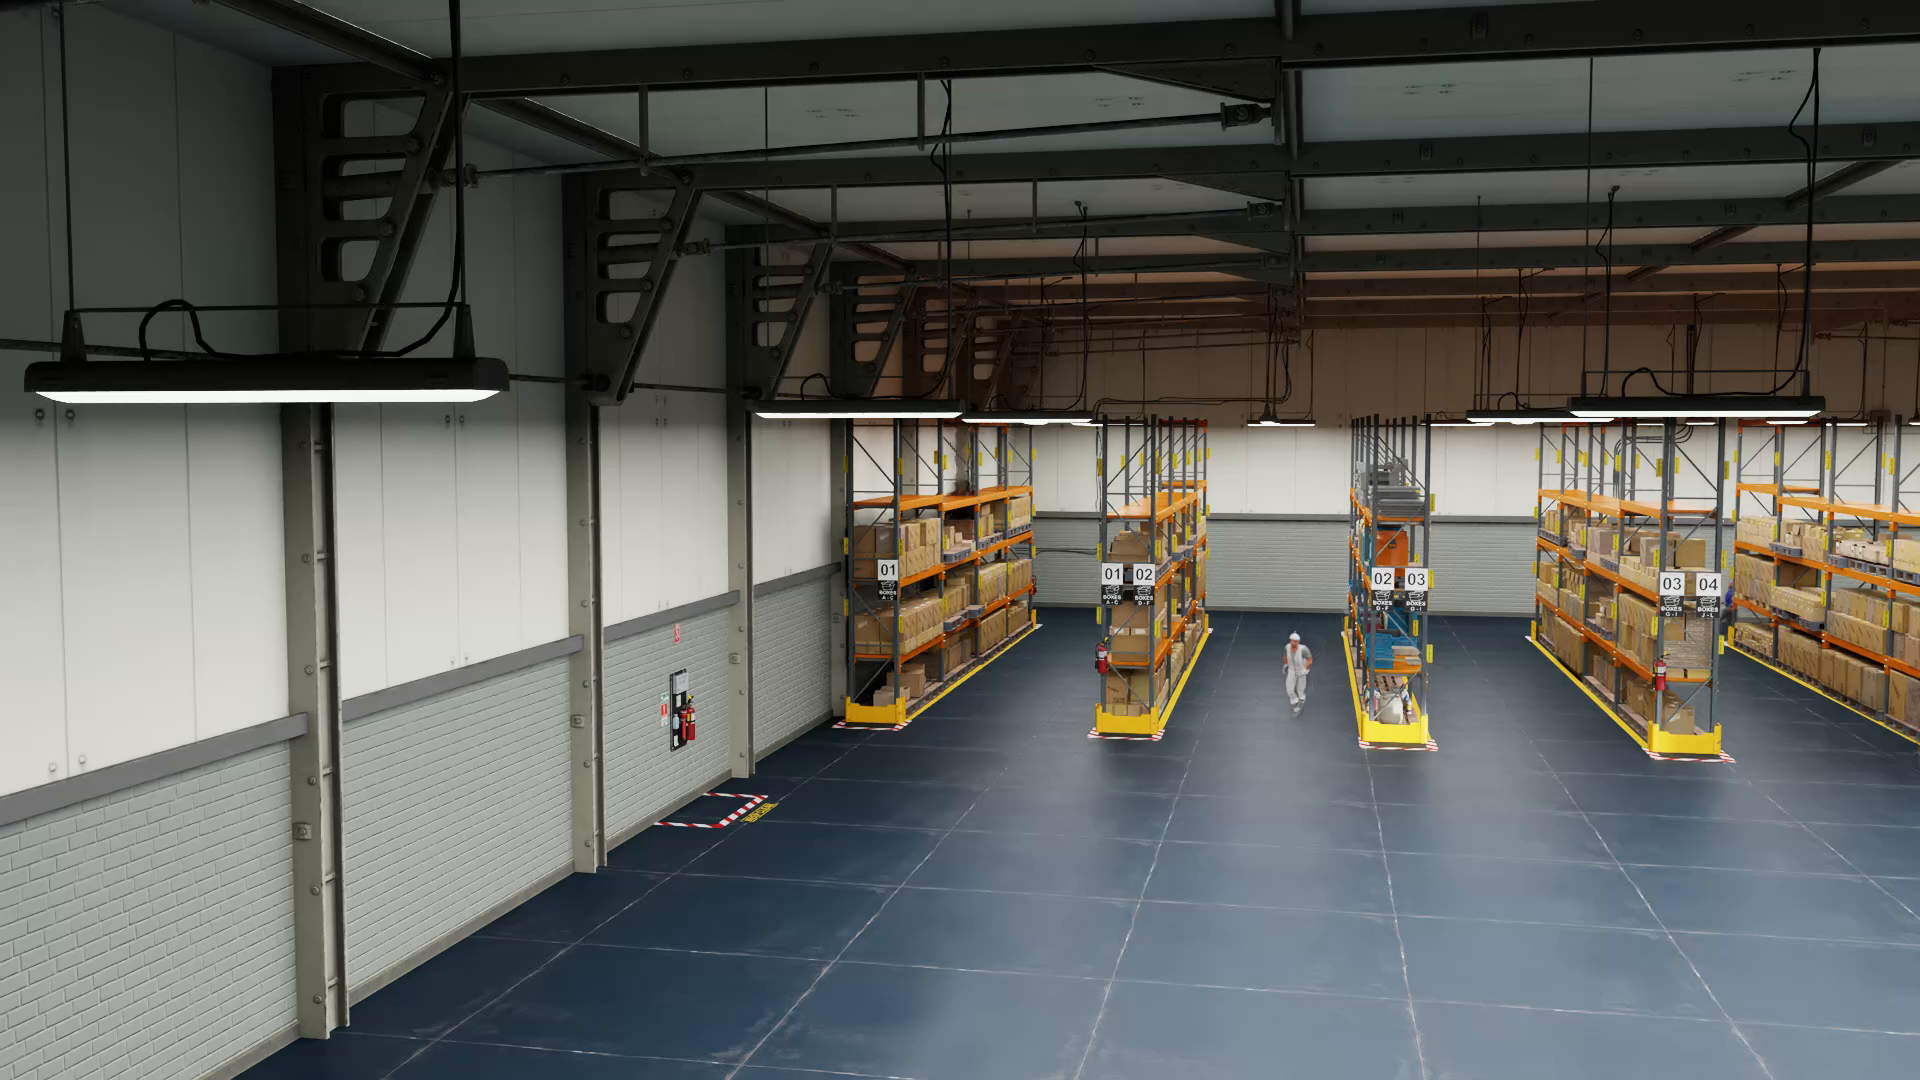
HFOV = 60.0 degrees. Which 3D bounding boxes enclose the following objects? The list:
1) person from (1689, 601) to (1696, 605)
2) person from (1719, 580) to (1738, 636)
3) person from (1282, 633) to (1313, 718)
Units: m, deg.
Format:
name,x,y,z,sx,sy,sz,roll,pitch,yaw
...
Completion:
name,x,y,z,sx,sy,sz,roll,pitch,yaw
person,19.176,2.027,43.242,0.573,1.672,0.891,1,4,11
person,20.928,1.910,45.334,0.695,1.666,0.619,3,5,34
person,6.780,2.686,33.292,0.618,1.736,0.974,2,4,29
